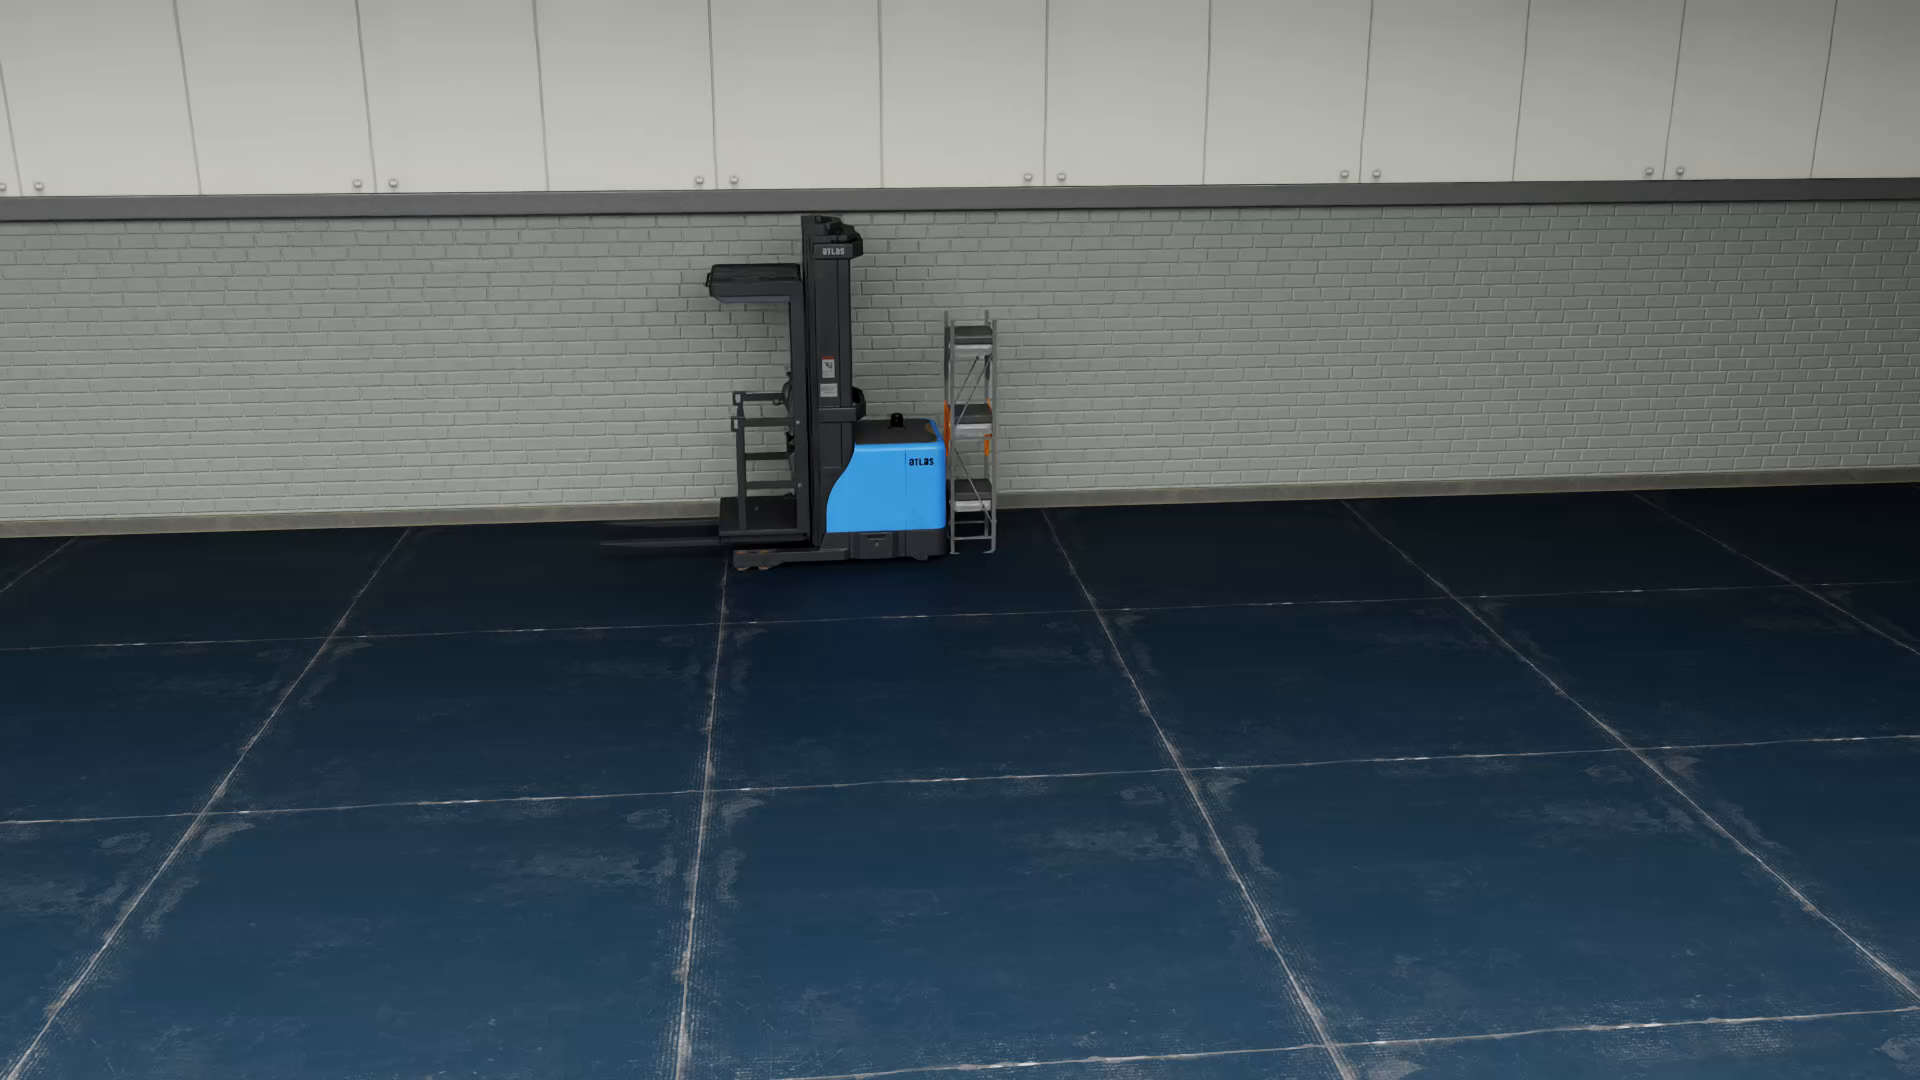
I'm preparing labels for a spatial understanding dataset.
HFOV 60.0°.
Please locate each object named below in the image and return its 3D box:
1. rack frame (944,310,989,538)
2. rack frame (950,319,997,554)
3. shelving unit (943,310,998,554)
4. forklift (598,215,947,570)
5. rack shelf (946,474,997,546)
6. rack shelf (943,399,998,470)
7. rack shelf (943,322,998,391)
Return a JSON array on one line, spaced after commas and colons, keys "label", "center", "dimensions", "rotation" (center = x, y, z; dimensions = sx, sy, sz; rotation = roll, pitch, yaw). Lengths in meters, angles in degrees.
[{"label": "rack frame", "center": [0.059, -1.028, 15.018], "dimensions": [0.400, 2.100, 0.015], "rotation": [-2, 18, -6]}, {"label": "rack frame", "center": [0.116, -0.883, 14.556], "dimensions": [0.400, 2.100, 0.015], "rotation": [-2, 18, -6]}, {"label": "shelving unit", "center": [0.088, -0.955, 14.787], "dimensions": [0.431, 2.100, 0.503], "rotation": [-2, 18, -6]}, {"label": "forklift", "center": [-1.666, -1.302, 14.503], "dimensions": [3.031, 2.935, 1.130], "rotation": [-2, 18, -6]}, {"label": "rack shelf", "center": [0.088, -0.274, 15.001], "dimensions": [0.431, 0.518, 0.480], "rotation": [-2, 18, -6]}, {"label": "rack shelf", "center": [0.088, -0.942, 14.791], "dimensions": [0.431, 0.518, 0.480], "rotation": [-2, 18, -6]}, {"label": "rack shelf", "center": [0.088, -1.610, 14.581], "dimensions": [0.431, 0.518, 0.480], "rotation": [-2, 18, -6]}]
